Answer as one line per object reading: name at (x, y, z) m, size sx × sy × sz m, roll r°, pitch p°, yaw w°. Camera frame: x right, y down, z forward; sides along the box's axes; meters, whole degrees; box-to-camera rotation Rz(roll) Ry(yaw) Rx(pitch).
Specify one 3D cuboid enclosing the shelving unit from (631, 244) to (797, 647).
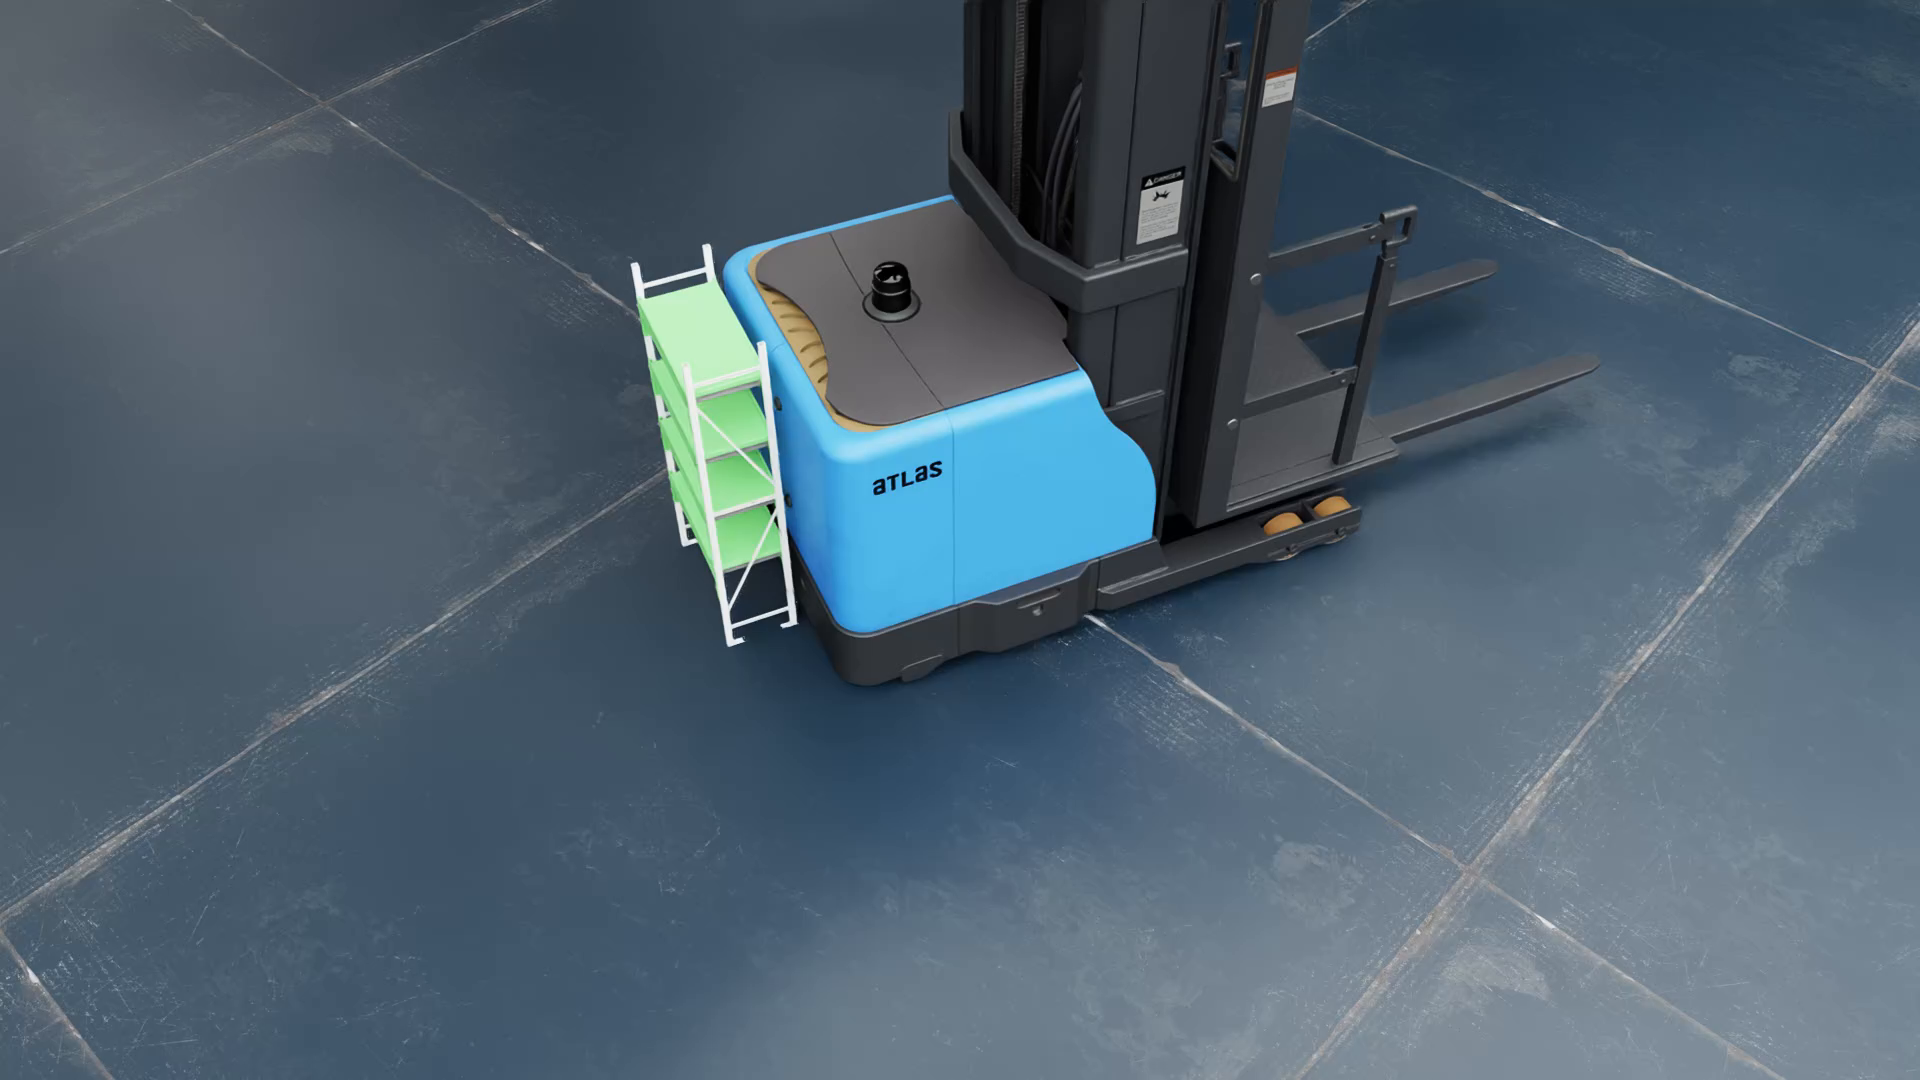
shelving unit at (-0.750, -0.265, 5.175) m, size 0.258 × 1.200 × 0.503 m, roll -18°, pitch 49°, yaw -16°

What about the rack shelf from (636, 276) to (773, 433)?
rack shelf at (-0.750, -0.549, 4.872) m, size 0.258 × 0.148 × 0.480 m, roll -18°, pitch 49°, yaw -16°

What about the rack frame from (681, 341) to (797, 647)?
rack frame at (-0.650, -0.102, 5.023) m, size 0.240 × 1.200 × 0.015 m, roll -18°, pitch 49°, yaw -16°

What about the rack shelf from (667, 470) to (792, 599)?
rack shelf at (-0.749, -0.057, 5.397) m, size 0.258 × 0.148 × 0.480 m, roll -18°, pitch 49°, yaw -16°

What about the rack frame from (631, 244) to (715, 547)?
rack frame at (-0.849, -0.427, 5.328) m, size 0.240 × 1.200 × 0.015 m, roll -18°, pitch 49°, yaw -16°

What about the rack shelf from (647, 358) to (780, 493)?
rack shelf at (-0.750, -0.385, 5.047) m, size 0.258 × 0.148 × 0.480 m, roll -18°, pitch 49°, yaw -16°

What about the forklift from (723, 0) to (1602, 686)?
forklift at (0.820, -1.269, 4.931) m, size 3.031 × 2.935 × 1.130 m, roll -18°, pitch 49°, yaw -16°

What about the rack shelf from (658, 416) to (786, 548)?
rack shelf at (-0.749, -0.221, 5.222) m, size 0.258 × 0.148 × 0.480 m, roll -18°, pitch 49°, yaw -16°
